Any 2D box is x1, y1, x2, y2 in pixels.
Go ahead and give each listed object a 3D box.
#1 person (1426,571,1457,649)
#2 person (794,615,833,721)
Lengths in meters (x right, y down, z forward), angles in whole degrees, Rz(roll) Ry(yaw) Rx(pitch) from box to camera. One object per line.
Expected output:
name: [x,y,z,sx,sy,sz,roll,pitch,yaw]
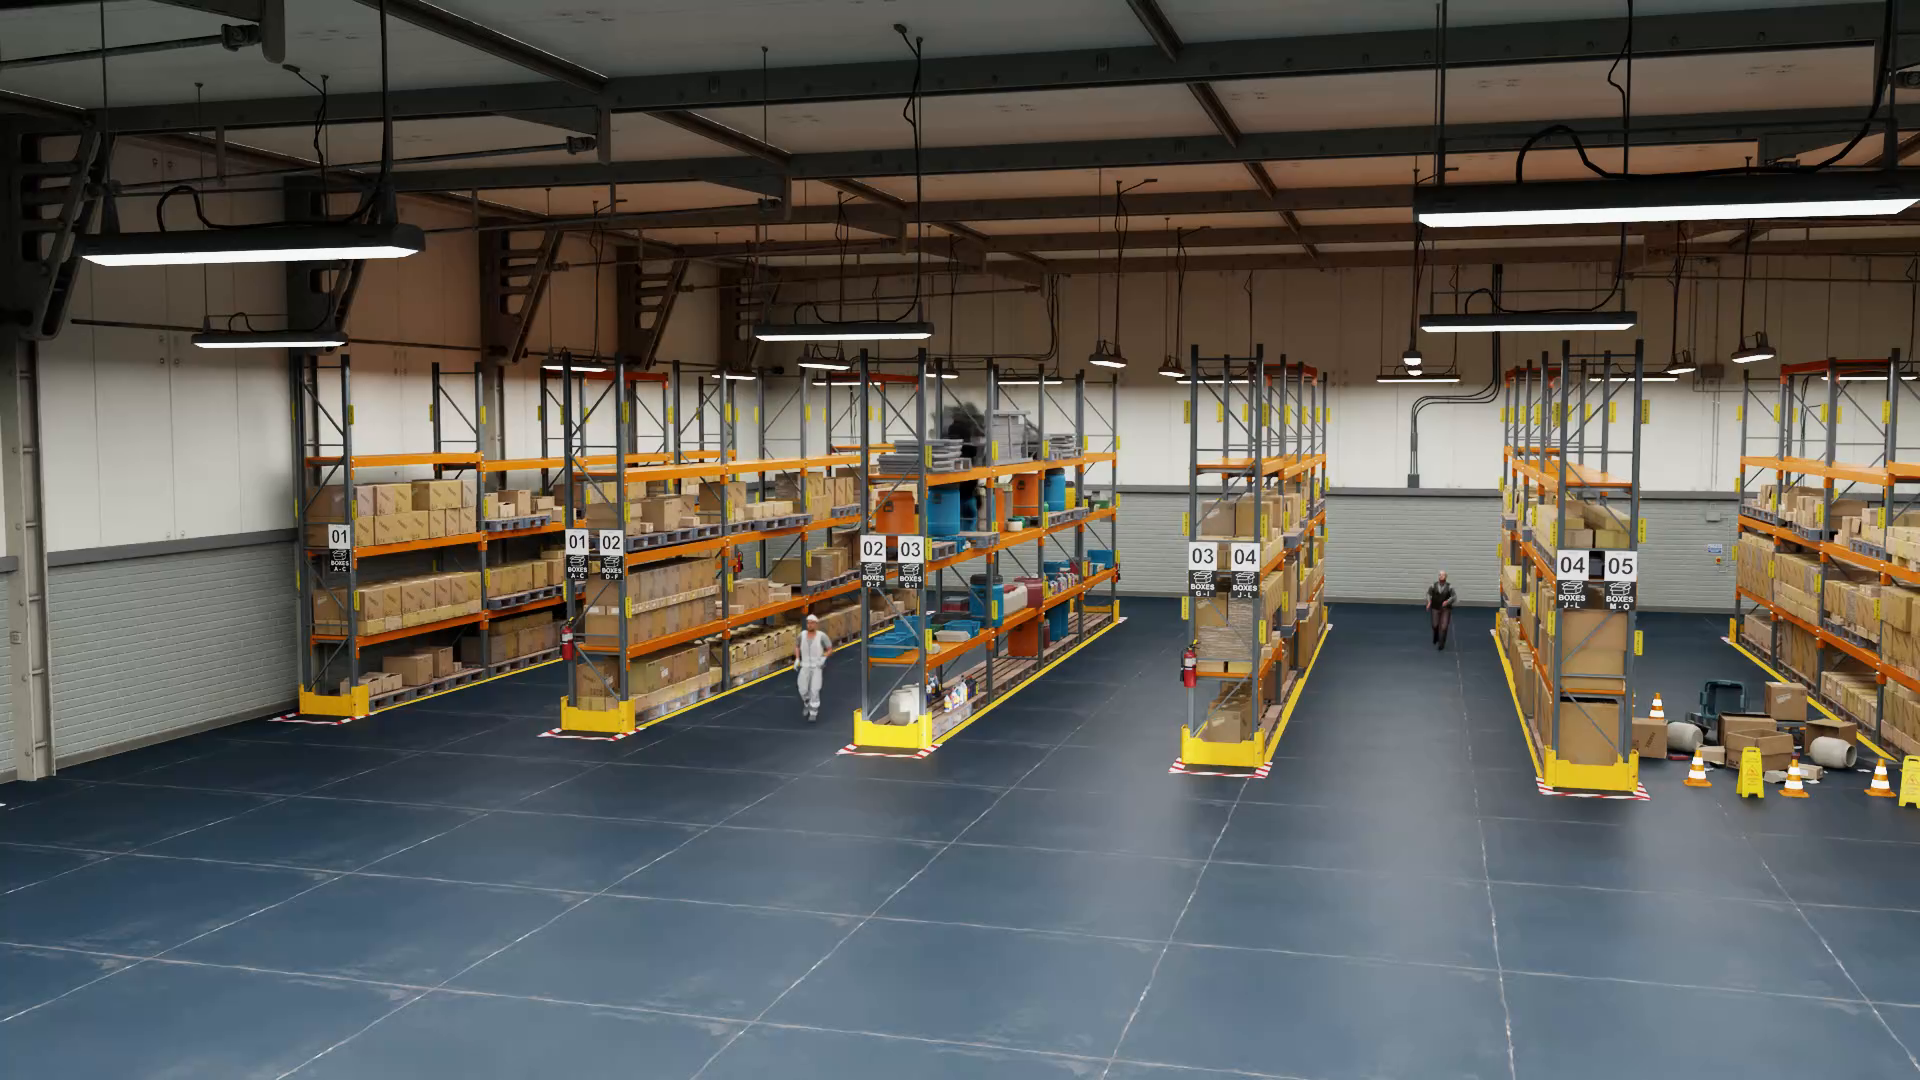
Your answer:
person: [10.269,1.503,35.530,0.657,1.681,0.566,2,5,22]
person: [-2.412,2.090,27.169,0.668,1.747,0.583,0,4,6]
